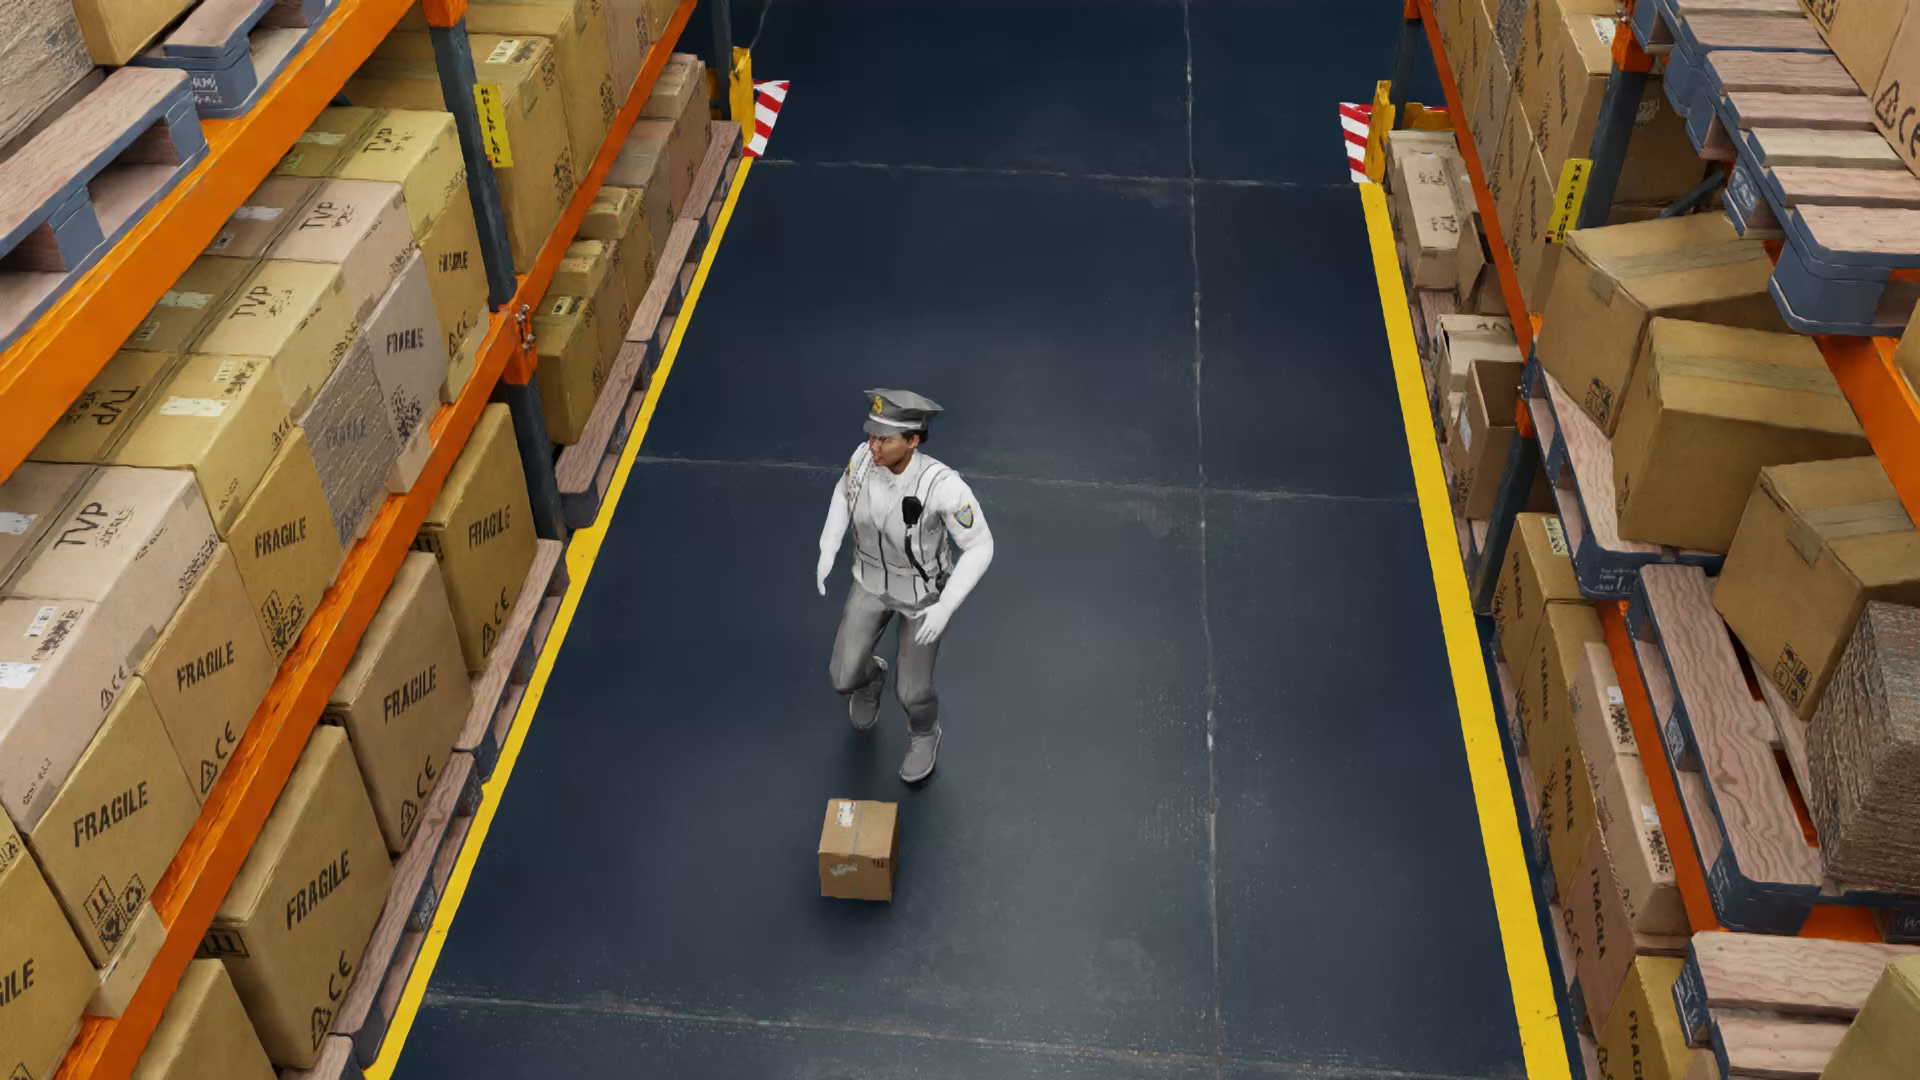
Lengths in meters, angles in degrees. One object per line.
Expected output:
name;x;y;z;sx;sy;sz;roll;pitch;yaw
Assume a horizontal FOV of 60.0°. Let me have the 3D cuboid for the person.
person;-0.217;0.190;5.928;0.675;1.660;0.467;16;43;18
